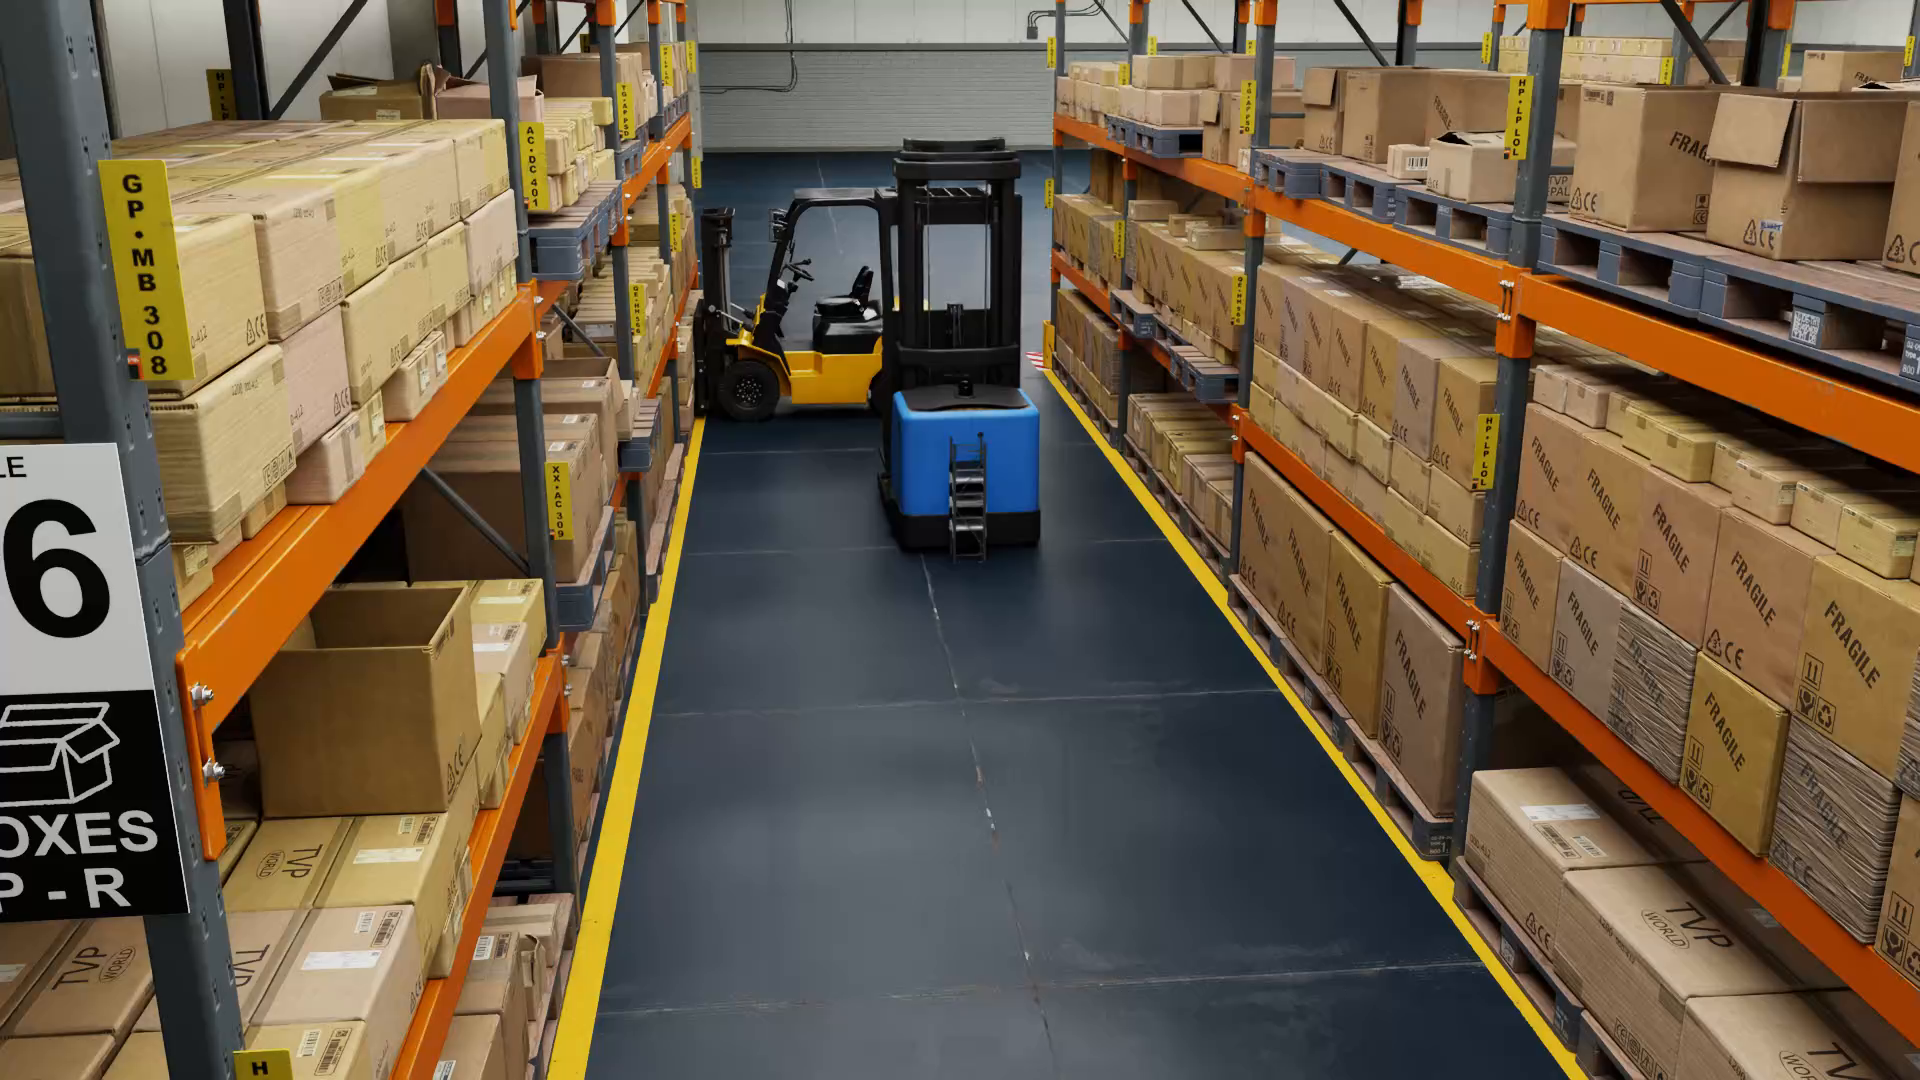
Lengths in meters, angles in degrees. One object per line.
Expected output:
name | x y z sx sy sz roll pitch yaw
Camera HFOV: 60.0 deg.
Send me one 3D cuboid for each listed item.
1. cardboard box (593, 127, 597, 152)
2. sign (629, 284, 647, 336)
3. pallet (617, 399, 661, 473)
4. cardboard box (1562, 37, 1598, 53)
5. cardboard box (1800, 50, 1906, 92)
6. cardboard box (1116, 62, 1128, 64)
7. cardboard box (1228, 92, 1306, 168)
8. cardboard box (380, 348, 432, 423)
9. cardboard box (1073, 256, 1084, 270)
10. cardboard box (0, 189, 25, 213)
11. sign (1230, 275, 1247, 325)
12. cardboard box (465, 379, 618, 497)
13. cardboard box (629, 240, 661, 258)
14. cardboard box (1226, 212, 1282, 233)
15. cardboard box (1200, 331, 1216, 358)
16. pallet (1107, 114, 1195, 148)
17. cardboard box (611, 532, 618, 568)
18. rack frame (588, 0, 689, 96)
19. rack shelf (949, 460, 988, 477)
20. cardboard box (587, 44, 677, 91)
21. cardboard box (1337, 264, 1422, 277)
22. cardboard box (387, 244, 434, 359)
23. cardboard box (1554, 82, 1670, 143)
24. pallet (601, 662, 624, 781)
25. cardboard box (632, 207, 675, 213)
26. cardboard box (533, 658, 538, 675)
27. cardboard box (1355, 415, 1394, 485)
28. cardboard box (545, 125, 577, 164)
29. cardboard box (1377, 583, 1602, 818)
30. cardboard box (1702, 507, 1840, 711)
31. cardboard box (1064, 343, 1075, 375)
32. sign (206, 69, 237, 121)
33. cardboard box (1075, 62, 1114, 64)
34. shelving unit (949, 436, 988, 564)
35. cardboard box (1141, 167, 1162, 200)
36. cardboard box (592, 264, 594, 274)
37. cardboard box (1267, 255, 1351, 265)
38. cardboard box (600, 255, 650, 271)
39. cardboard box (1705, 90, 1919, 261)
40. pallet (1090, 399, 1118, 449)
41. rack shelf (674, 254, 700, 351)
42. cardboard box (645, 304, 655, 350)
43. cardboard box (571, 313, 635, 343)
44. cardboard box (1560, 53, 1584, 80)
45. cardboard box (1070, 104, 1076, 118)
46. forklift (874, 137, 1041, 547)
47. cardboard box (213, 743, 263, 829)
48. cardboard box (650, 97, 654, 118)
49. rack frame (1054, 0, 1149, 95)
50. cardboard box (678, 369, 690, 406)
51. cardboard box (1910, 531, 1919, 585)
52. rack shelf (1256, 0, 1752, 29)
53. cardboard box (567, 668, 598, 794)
cardboard box | -2.292 -2.290 9.541 0.380 0.149 0.250 -2 18 -7
sign | -2.037 -1.451 10.489 0.100 0.325 0.005 -2 18 -6
pallet | -2.436 -0.625 9.981 1.213 0.211 1.003 -2 18 -6
cardboard box | 6.324 -5.013 16.849 0.380 0.149 0.250 -2 17 -5
cardboard box | 6.817 -3.490 12.744 0.500 0.500 0.500 -2 18 -6
cardboard box | 1.853 -4.976 17.601 0.380 0.149 0.250 -1 17 -5
cardboard box | 2.274 -2.832 11.517 0.700 0.500 0.500 -2 18 -6
cardboard box | -1.613 -0.406 4.375 0.380 0.149 0.250 -2 18 -6
cardboard box | 1.393 -2.918 17.382 0.380 0.149 0.250 -1 17 -4
cardboard box | -2.127 -0.552 3.338 0.500 0.250 0.500 -2 18 -7
sign | 1.823 -1.566 10.857 0.100 0.325 0.005 -2 18 -6
cardboard box | -2.125 -0.512 8.432 0.700 0.500 0.500 -2 18 -6
cardboard box | -2.759 -2.569 14.601 0.380 0.149 0.250 -2 18 -7
cardboard box | 2.357 -2.546 13.330 0.380 0.149 0.250 -3 18 -8
cardboard box | 1.923 -1.393 11.825 0.380 0.149 0.250 -2 18 -6
pallet | 1.907 -3.417 13.859 1.213 0.211 1.003 -2 18 -6
cardboard box | -2.230 0.066 9.849 0.380 0.149 0.250 -2 18 -7
rack frame | -3.401 -6.162 17.282 1.000 3.000 0.127 -2 18 -6
rack shelf | 0.057 -0.516 12.028 0.258 0.077 0.200 -2 18 -7
cardboard box | -3.084 -4.420 15.701 0.797 0.503 0.637 -1 17 -4
cardboard box | 2.675 -1.450 10.451 0.500 0.500 0.500 -2 18 -7
cardboard box | -1.714 -0.632 4.429 0.500 0.250 0.500 -2 18 -7
cardboard box | 2.972 -1.830 7.622 0.500 0.500 0.500 -2 18 -7
pallet | -2.413 1.000 9.139 1.003 0.211 1.213 -2 18 -6
cardboard box | -2.856 -3.019 15.538 0.380 0.149 0.250 -2 18 -7
cardboard box | -1.879 0.482 6.552 0.380 0.149 0.250 -2 17 -5
cardboard box | 2.368 -0.473 8.591 0.500 0.250 0.500 -1 17 -4
cardboard box | -1.840 -1.683 7.076 0.380 0.149 0.250 -2 18 -7
cardboard box | 2.630 0.752 8.120 0.875 0.875 0.875 -1 17 -4
cardboard box | 2.719 0.199 5.198 0.500 0.500 0.500 -2 18 -6
cardboard box | 1.390 -1.942 17.744 0.500 0.250 0.500 -1 17 -4
sign | -2.714 -1.572 6.149 0.100 0.325 0.005 -2 18 -6
cardboard box | 1.412 -4.959 17.546 0.380 0.149 0.250 -2 18 -6
shelving unit | 0.057 -0.290 12.099 0.258 0.900 0.210 -2 18 -7
cardboard box | 2.088 -3.220 15.593 0.700 0.500 0.500 -2 18 -5
cardboard box | -3.165 -2.198 13.421 0.380 0.149 0.250 -2 18 -6
cardboard box | 2.484 -1.757 11.902 0.500 0.500 0.500 -1 17 -3
cardboard box | -2.714 -2.220 13.490 0.380 0.149 0.250 -2 18 -6
cardboard box | 2.945 -1.207 5.465 0.797 0.503 0.637 0 17 -1
pallet | 1.844 -1.131 15.928 1.003 0.211 1.213 -2 18 -6
rack shelf | -3.194 -2.361 16.390 1.077 0.370 4.000 -2 18 -6
cardboard box | -2.465 -1.529 11.955 0.500 0.250 0.500 -2 18 -7
cardboard box | -2.315 -1.378 10.808 0.380 0.149 0.250 -1 17 -4
cardboard box | 6.401 -4.784 16.786 0.500 0.250 0.500 -2 18 -6
cardboard box | 1.357 -4.501 17.419 0.380 0.149 0.250 -1 17 -4
forklift | -0.096 -1.743 13.337 1.130 2.935 3.031 -2 18 -7
cardboard box | -2.214 0.811 4.841 0.500 0.250 0.500 -2 18 -6
cardboard box | -2.572 -3.349 12.881 0.380 0.149 0.250 -2 18 -6
rack frame | 1.536 -6.317 17.774 1.000 3.000 0.127 -2 18 -6
cardboard box | -2.731 -1.389 15.148 0.500 0.250 0.500 -2 18 -6
cardboard box | 2.848 0.072 4.521 0.380 0.149 0.250 -2 18 -6
rack shelf | 2.568 -2.803 8.452 1.077 0.370 4.000 -2 18 -6
cardboard box | -2.054 0.958 8.090 0.500 0.500 0.500 -2 18 -6
